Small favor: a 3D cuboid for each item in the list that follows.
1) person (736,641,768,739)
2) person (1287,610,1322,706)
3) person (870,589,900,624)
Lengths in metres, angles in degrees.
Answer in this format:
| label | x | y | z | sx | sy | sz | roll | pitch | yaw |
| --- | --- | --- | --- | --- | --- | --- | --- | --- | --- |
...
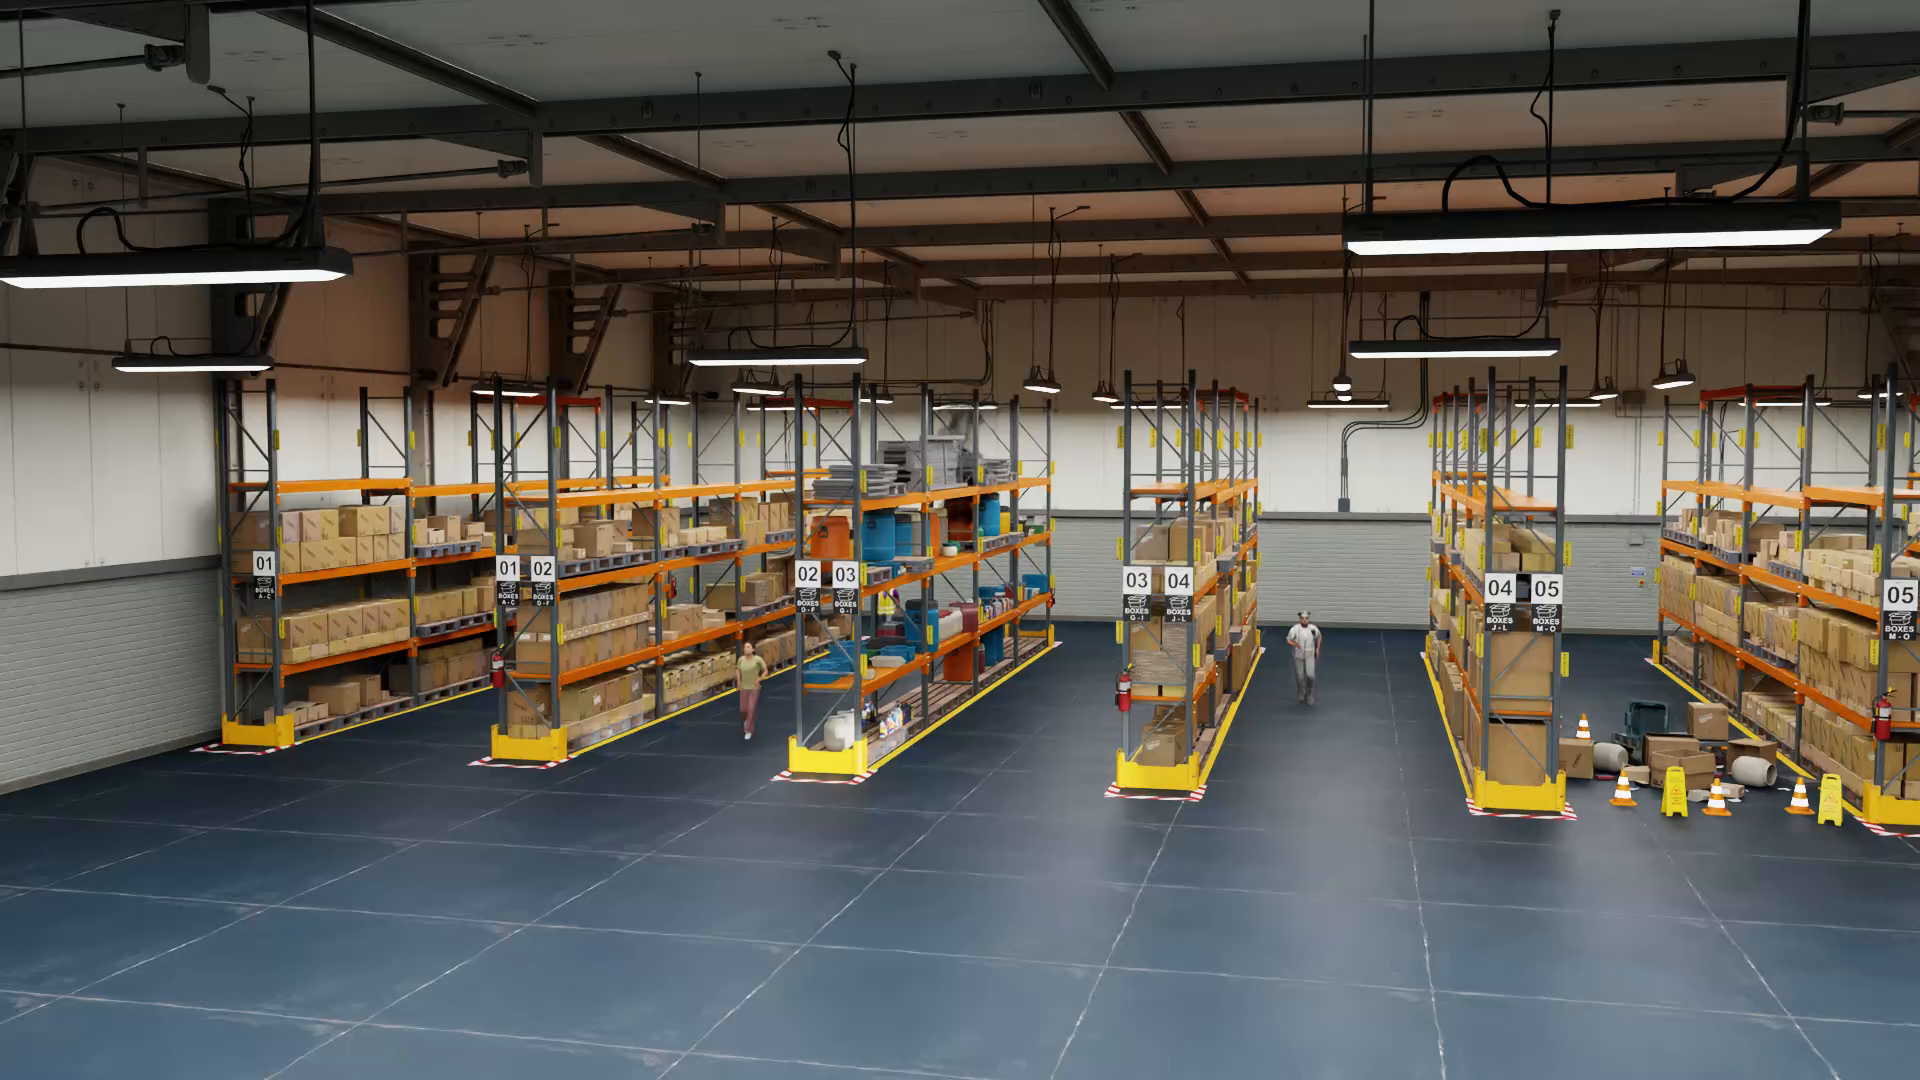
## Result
| label | x | y | z | sx | sy | sz | roll | pitch | yaw |
| --- | --- | --- | --- | --- | --- | --- | --- | --- | --- |
| person | -3.516 | 2.511 | 28.064 | 0.575 | 1.639 | 0.589 | 0 | 3 | 8 |
| person | 6.523 | 2.240 | 31.540 | 0.651 | 1.826 | 0.751 | 1 | 4 | 12 |
| person | -1.778 | 1.759 | 39.091 | 0.682 | 1.783 | 0.925 | 0 | 3 | 5 |
